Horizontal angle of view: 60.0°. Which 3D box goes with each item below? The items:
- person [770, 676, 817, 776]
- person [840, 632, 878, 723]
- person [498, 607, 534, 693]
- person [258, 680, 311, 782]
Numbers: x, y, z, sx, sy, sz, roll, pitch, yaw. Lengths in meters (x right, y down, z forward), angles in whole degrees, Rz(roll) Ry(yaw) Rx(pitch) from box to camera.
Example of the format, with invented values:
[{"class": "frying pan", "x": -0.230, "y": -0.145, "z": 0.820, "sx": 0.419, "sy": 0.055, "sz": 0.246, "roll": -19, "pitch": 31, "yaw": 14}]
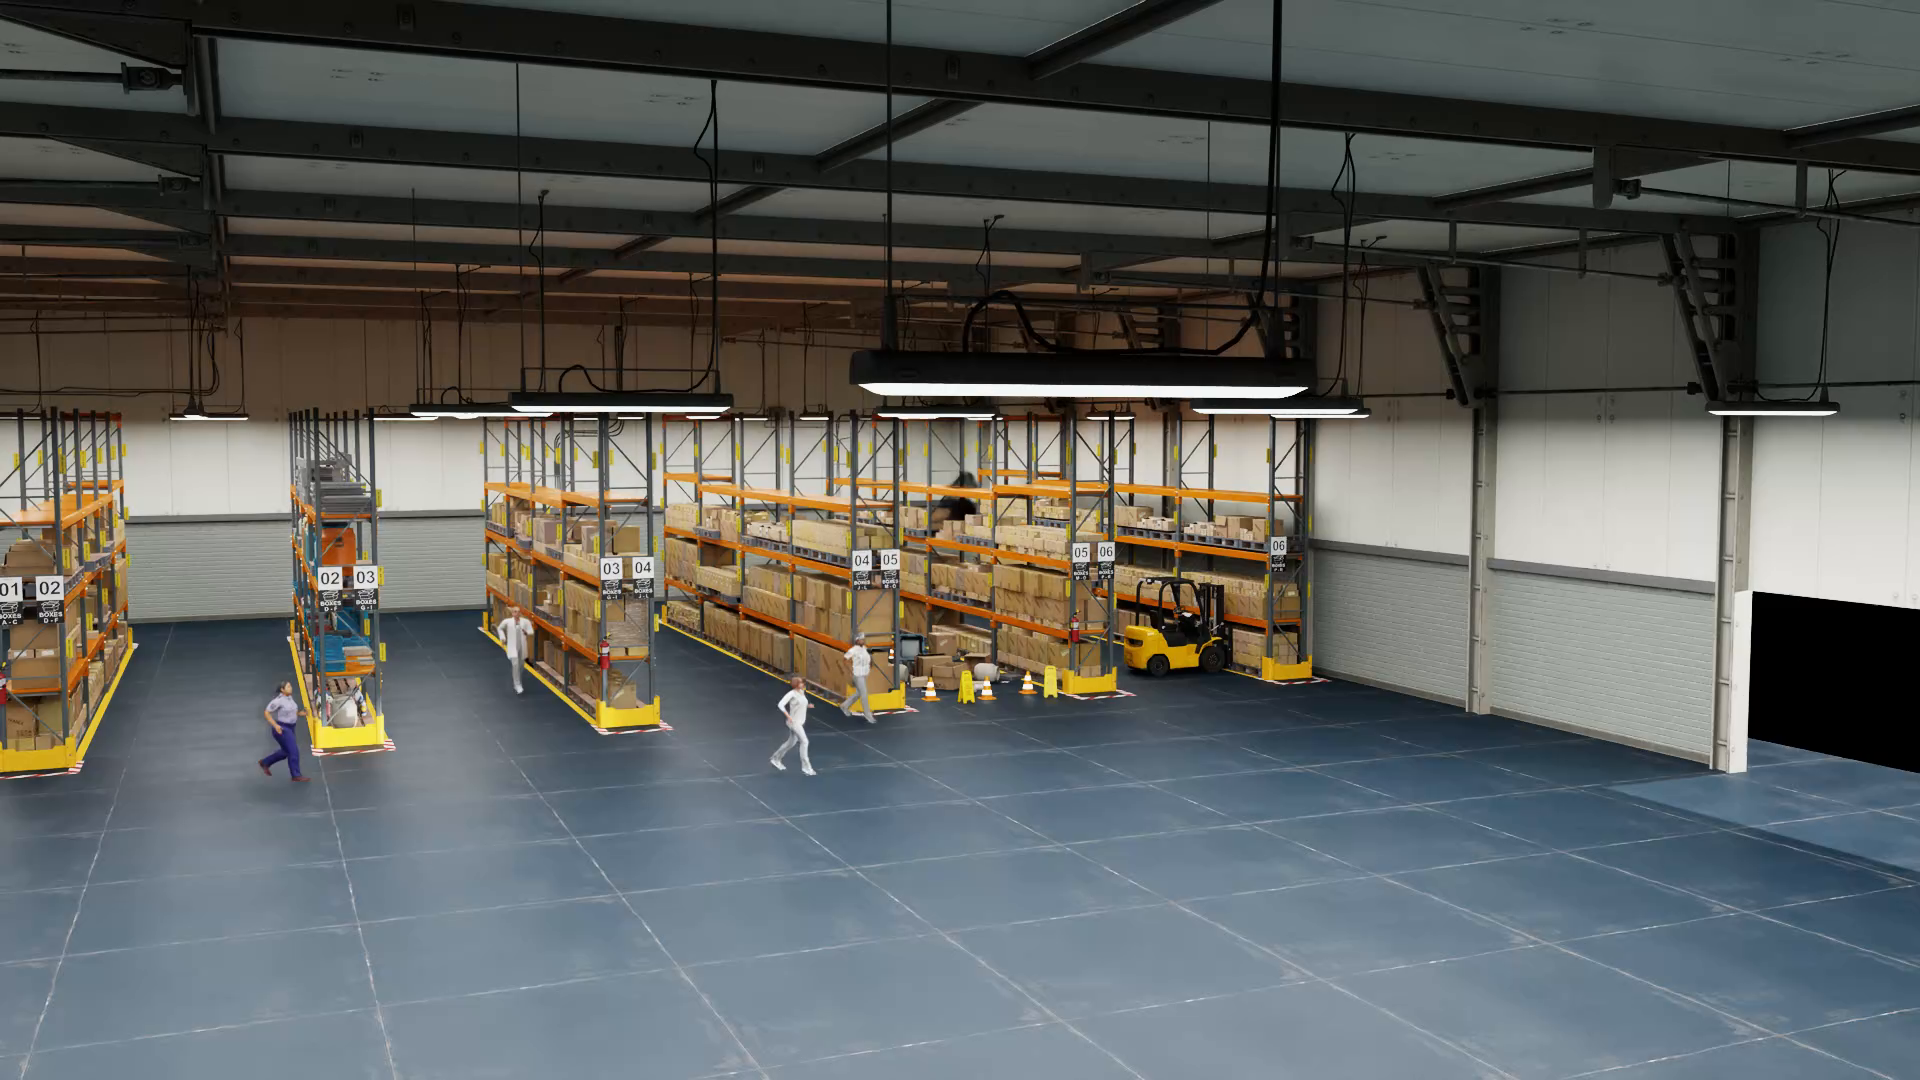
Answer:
[{"class": "person", "x": -2.708, "y": 3.021, "z": 27.149, "sx": 0.792, "sy": 1.629, "sz": 0.519, "roll": 1, "pitch": 4, "yaw": 9}, {"class": "person", "x": -1.925, "y": 2.632, "z": 32.086, "sx": 0.897, "sy": 1.725, "sz": 0.637, "roll": 2, "pitch": 5, "yaw": 29}, {"class": "person", "x": -9.472, "y": 2.357, "z": 35.577, "sx": 0.695, "sy": 1.691, "sz": 1.045, "roll": -2, "pitch": 5, "yaw": -31}, {"class": "person", "x": -10.793, "y": 3.050, "z": 26.485, "sx": 0.855, "sy": 1.610, "sz": 0.610, "roll": 0, "pitch": 4, "yaw": -1}]
